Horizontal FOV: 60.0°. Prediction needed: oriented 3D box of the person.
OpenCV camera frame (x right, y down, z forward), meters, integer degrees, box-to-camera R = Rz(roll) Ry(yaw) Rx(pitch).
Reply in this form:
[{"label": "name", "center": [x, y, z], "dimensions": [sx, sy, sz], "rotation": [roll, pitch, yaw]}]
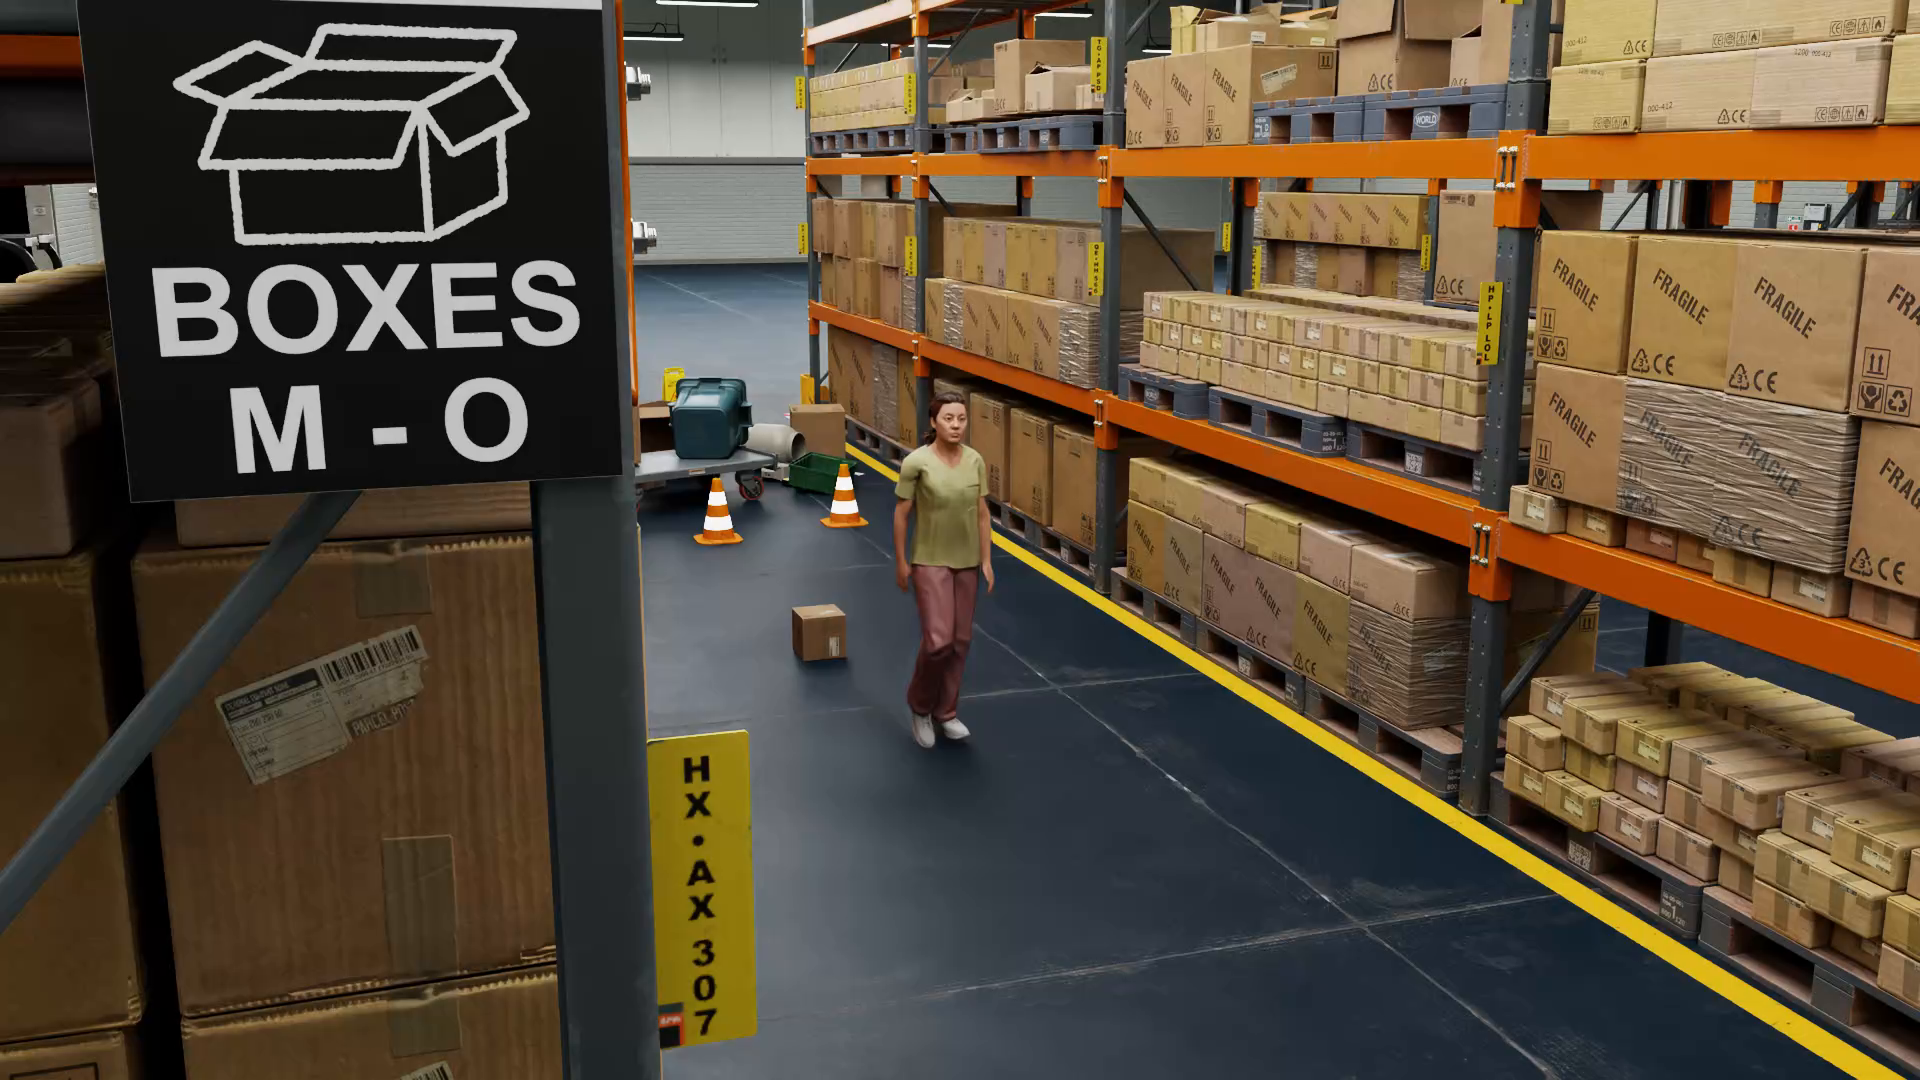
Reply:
[{"label": "person", "center": [-0.048, 0.145, 7.754], "dimensions": [0.455, 1.687, 0.435], "rotation": [-7, 14, -28]}]
